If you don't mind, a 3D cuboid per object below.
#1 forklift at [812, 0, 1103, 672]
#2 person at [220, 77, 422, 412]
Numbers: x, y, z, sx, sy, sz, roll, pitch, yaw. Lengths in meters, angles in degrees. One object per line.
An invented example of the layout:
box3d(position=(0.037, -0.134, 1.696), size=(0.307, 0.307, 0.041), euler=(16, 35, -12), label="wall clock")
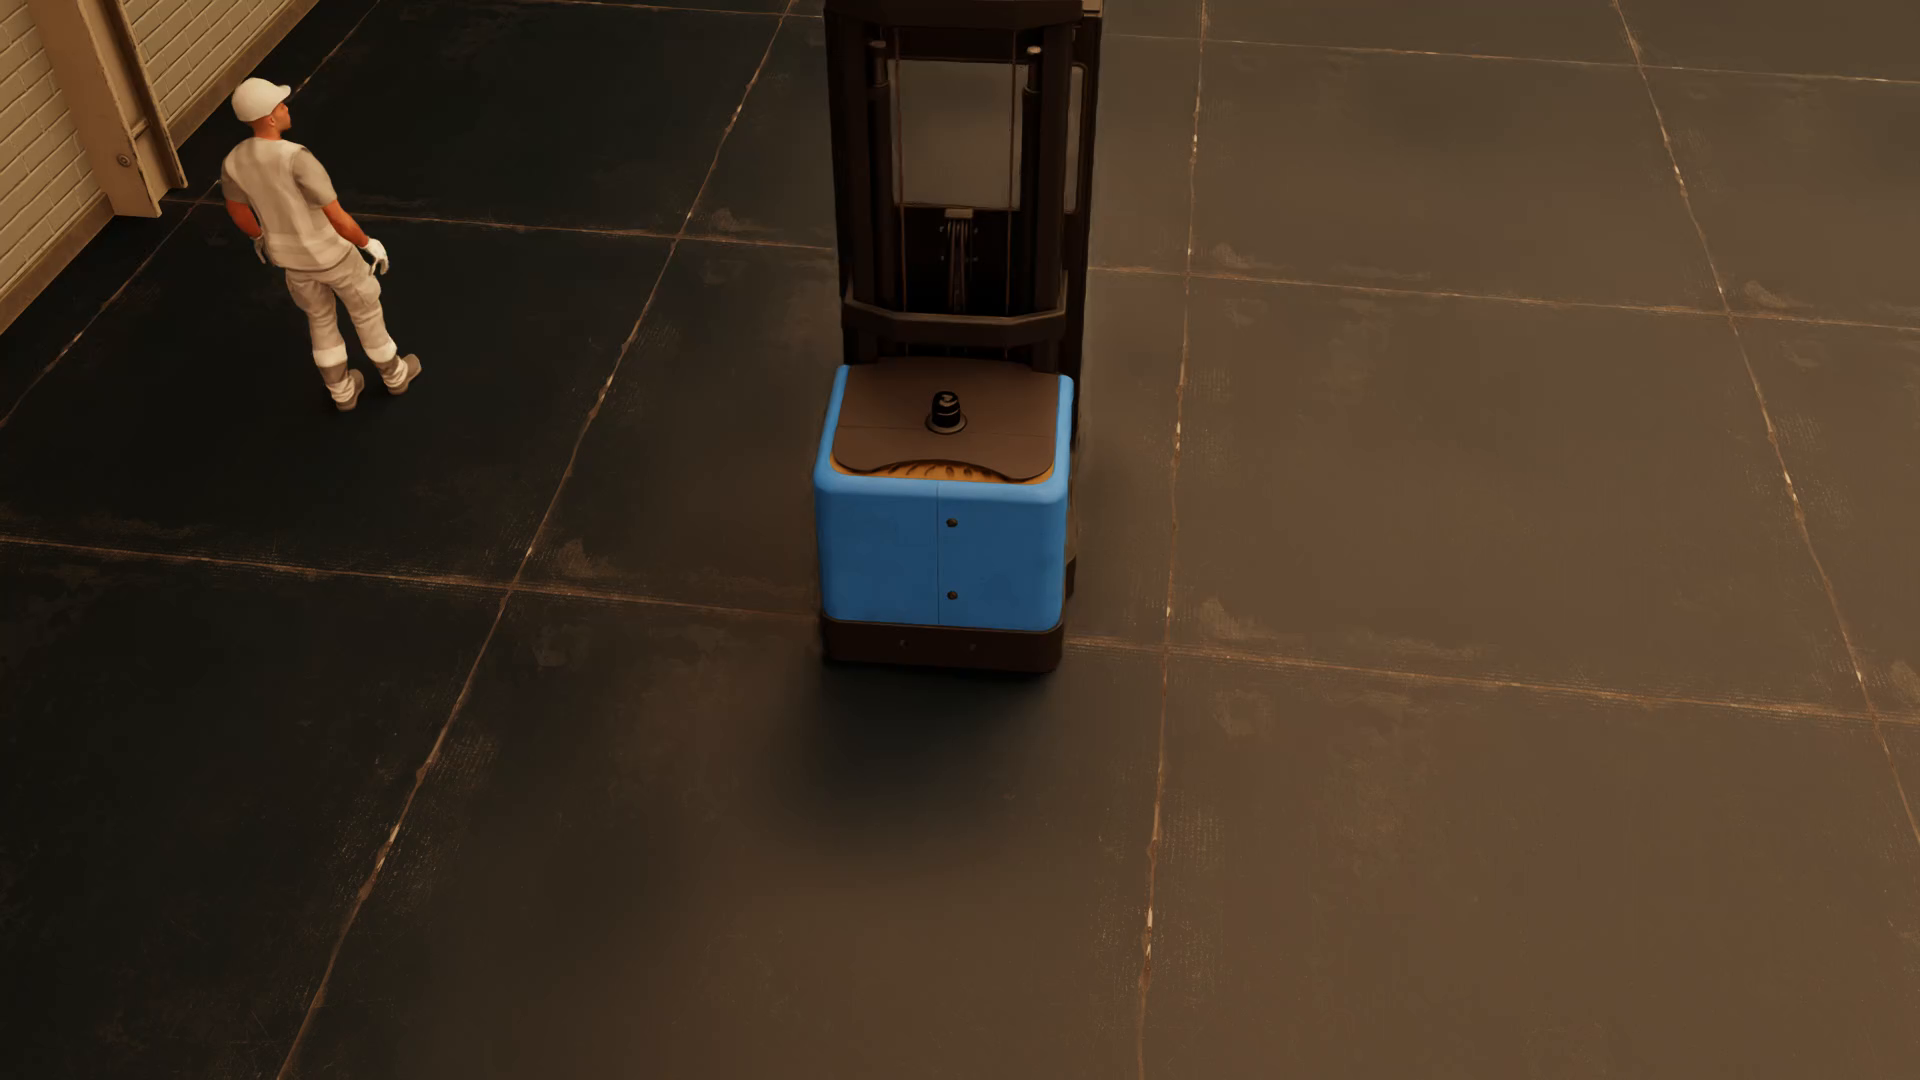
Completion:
box3d(position=(0.033, -1.500, 7.357), size=(1.130, 2.935, 3.031), euler=(3, 43, 3), label="forklift")
box3d(position=(-3.123, -1.457, 8.158), size=(0.723, 1.787, 0.529), euler=(7, 43, 7), label="person")
